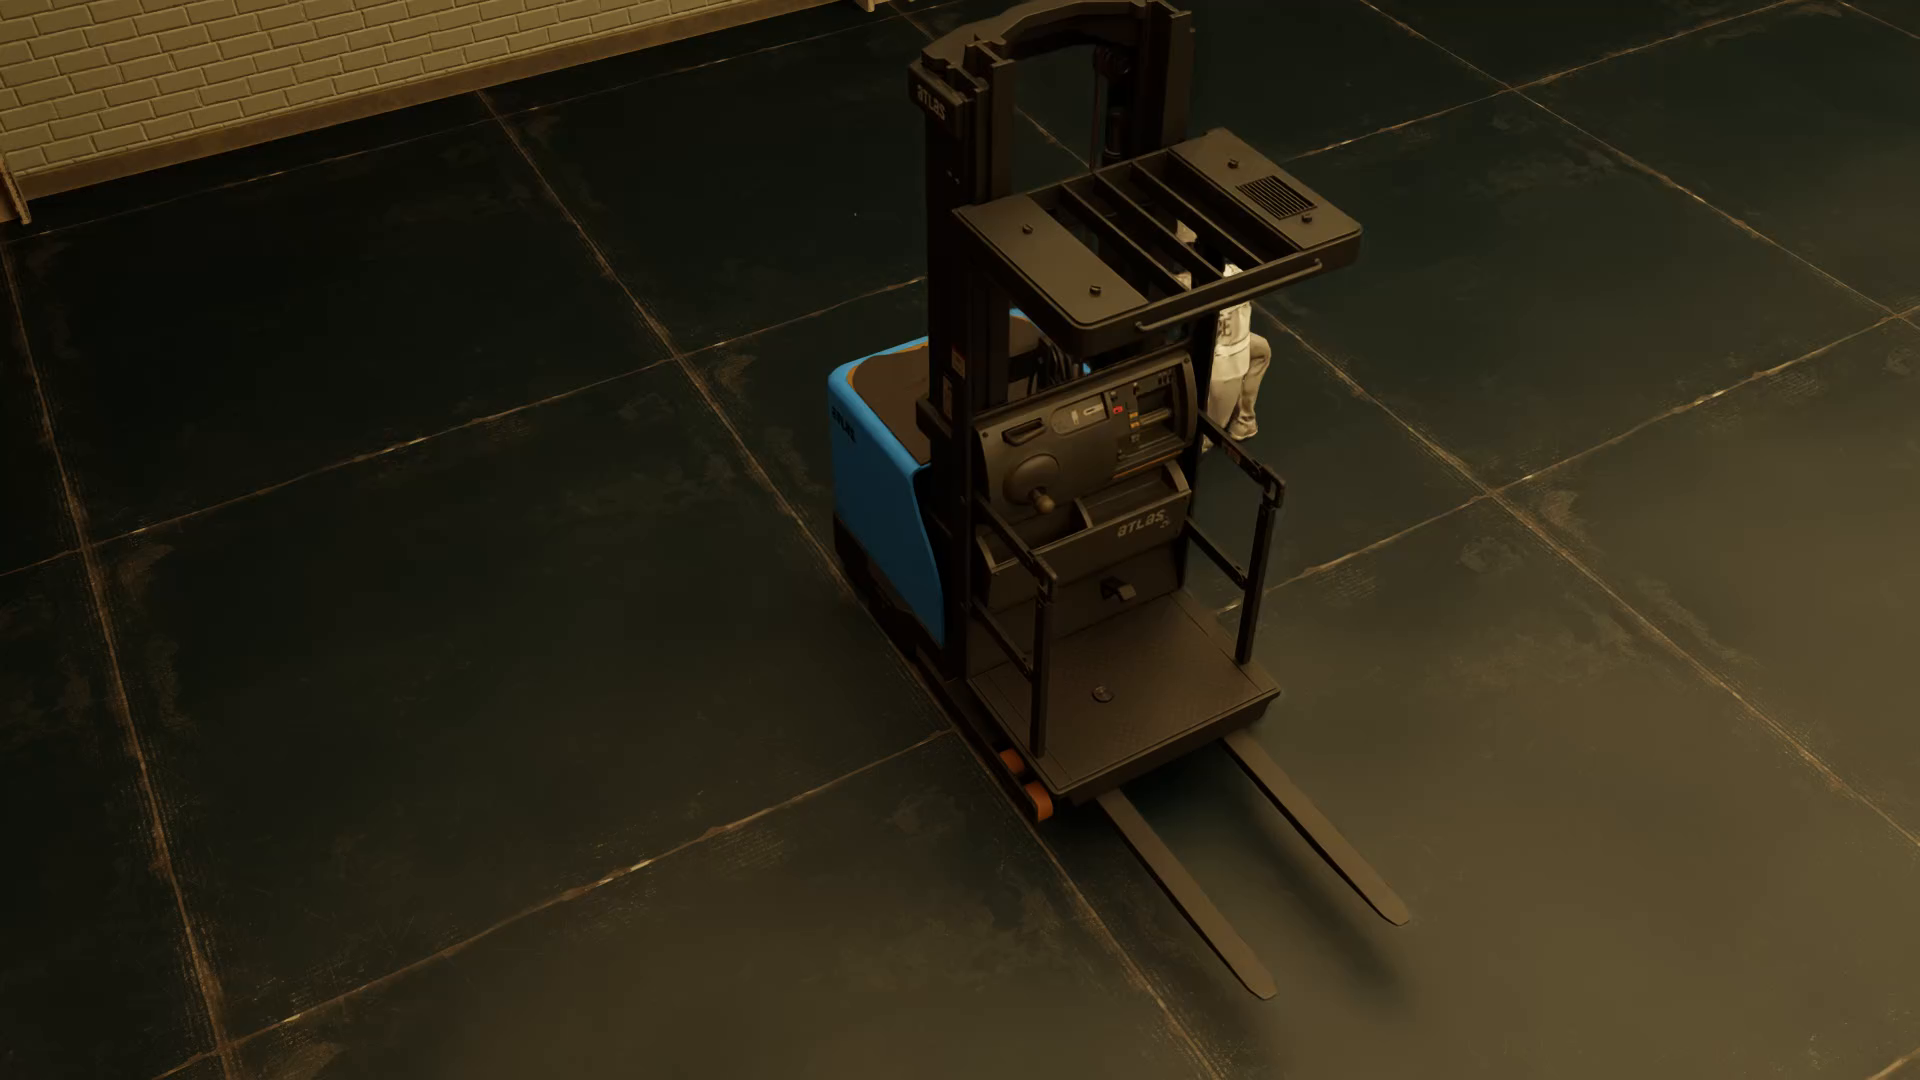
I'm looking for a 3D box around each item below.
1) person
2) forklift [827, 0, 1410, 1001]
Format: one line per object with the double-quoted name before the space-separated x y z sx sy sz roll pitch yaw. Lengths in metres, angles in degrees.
"person" 1.042 -0.969 7.898 0.938 1.412 0.744 -32 52 -30
"forklift" 0.592 -0.310 6.032 1.130 2.935 3.031 -21 47 -22
